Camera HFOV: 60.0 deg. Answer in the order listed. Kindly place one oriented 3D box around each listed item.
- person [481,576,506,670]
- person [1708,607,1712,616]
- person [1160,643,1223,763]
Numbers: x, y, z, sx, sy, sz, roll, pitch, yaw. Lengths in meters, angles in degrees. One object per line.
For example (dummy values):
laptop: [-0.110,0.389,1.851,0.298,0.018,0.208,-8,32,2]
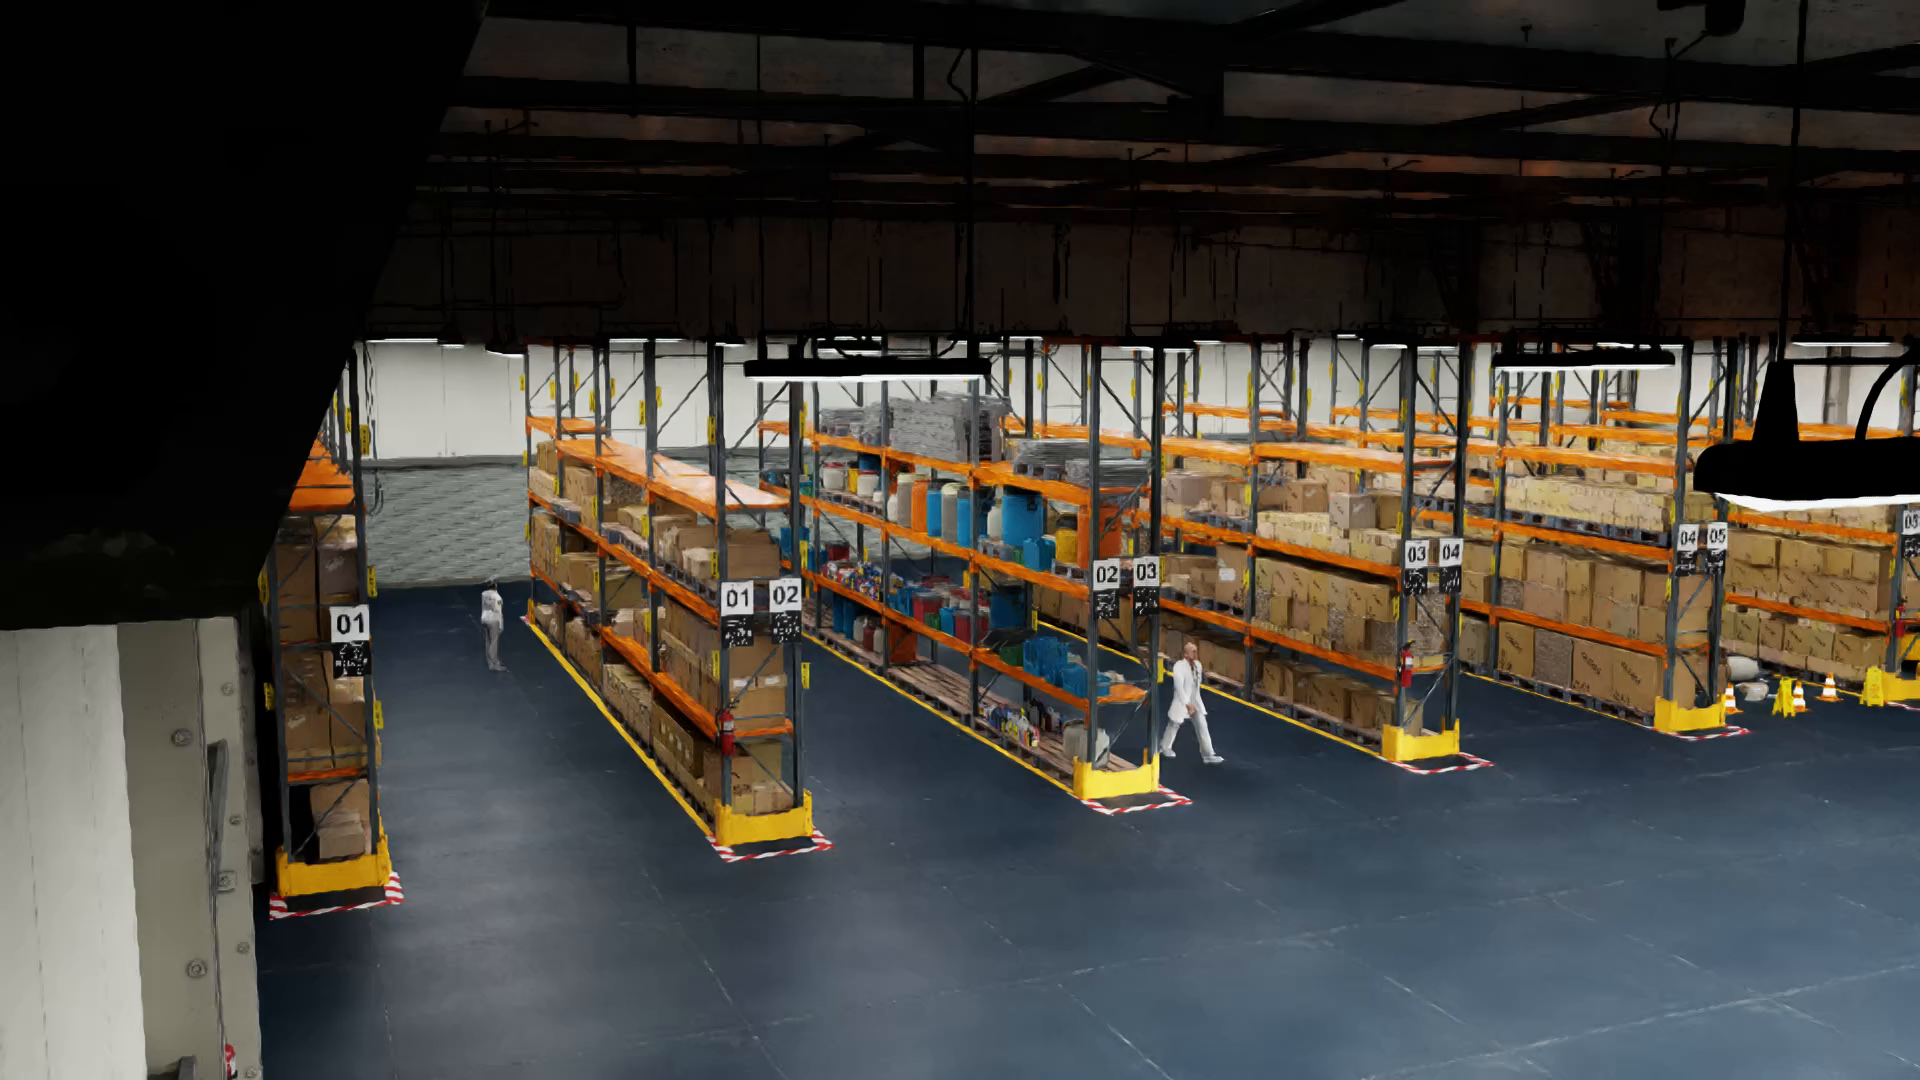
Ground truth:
person: [-8.433,1.488,30.114,0.555,1.684,0.431,6,10,37]
person: [15.399,0.856,34.436,0.494,1.783,0.605,1,8,6]
person: [3.267,2.313,23.762,0.580,1.715,1.103,-4,9,-30]
